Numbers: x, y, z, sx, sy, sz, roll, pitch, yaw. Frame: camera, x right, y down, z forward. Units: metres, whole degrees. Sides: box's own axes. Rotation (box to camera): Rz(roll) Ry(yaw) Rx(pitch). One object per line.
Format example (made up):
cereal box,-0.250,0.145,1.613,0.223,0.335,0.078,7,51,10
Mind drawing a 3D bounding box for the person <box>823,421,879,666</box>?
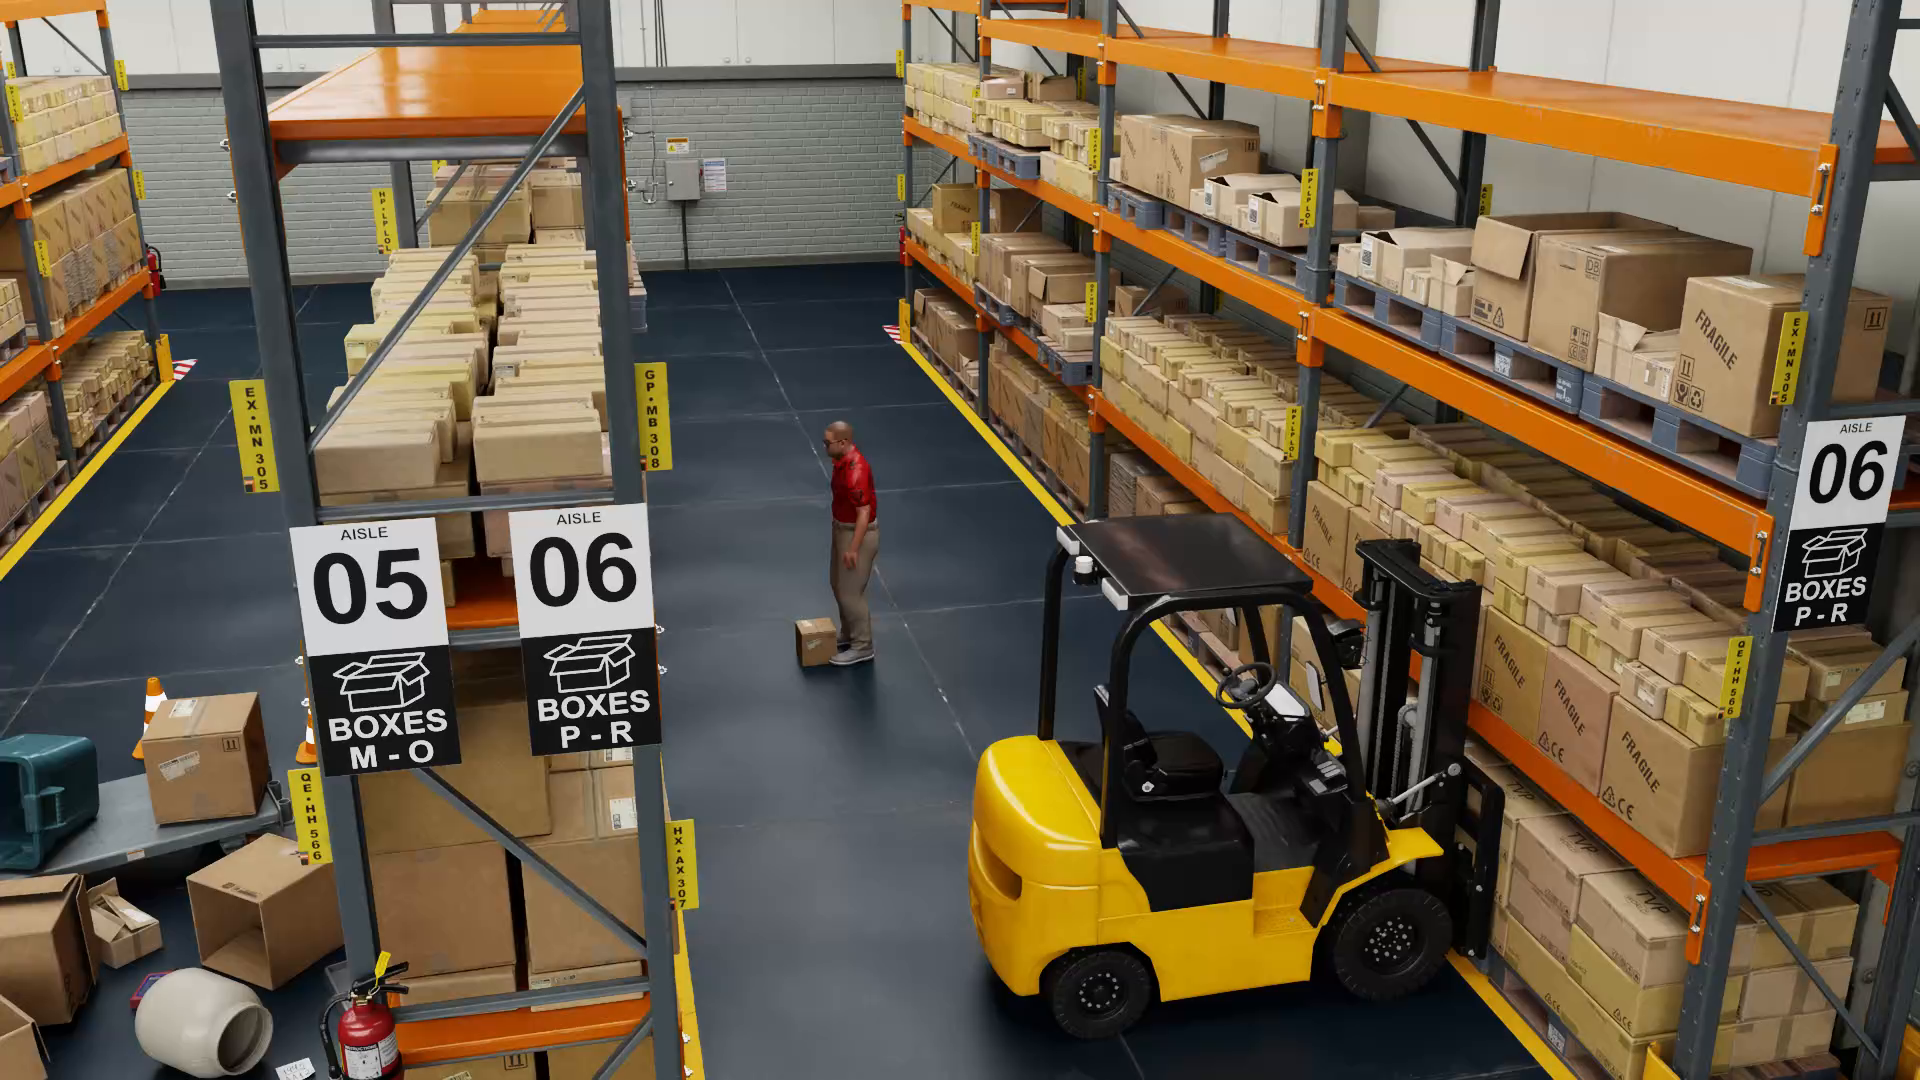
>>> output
person,-0.772,-0.002,11.595,0.391,1.726,0.584,-5,20,-14
